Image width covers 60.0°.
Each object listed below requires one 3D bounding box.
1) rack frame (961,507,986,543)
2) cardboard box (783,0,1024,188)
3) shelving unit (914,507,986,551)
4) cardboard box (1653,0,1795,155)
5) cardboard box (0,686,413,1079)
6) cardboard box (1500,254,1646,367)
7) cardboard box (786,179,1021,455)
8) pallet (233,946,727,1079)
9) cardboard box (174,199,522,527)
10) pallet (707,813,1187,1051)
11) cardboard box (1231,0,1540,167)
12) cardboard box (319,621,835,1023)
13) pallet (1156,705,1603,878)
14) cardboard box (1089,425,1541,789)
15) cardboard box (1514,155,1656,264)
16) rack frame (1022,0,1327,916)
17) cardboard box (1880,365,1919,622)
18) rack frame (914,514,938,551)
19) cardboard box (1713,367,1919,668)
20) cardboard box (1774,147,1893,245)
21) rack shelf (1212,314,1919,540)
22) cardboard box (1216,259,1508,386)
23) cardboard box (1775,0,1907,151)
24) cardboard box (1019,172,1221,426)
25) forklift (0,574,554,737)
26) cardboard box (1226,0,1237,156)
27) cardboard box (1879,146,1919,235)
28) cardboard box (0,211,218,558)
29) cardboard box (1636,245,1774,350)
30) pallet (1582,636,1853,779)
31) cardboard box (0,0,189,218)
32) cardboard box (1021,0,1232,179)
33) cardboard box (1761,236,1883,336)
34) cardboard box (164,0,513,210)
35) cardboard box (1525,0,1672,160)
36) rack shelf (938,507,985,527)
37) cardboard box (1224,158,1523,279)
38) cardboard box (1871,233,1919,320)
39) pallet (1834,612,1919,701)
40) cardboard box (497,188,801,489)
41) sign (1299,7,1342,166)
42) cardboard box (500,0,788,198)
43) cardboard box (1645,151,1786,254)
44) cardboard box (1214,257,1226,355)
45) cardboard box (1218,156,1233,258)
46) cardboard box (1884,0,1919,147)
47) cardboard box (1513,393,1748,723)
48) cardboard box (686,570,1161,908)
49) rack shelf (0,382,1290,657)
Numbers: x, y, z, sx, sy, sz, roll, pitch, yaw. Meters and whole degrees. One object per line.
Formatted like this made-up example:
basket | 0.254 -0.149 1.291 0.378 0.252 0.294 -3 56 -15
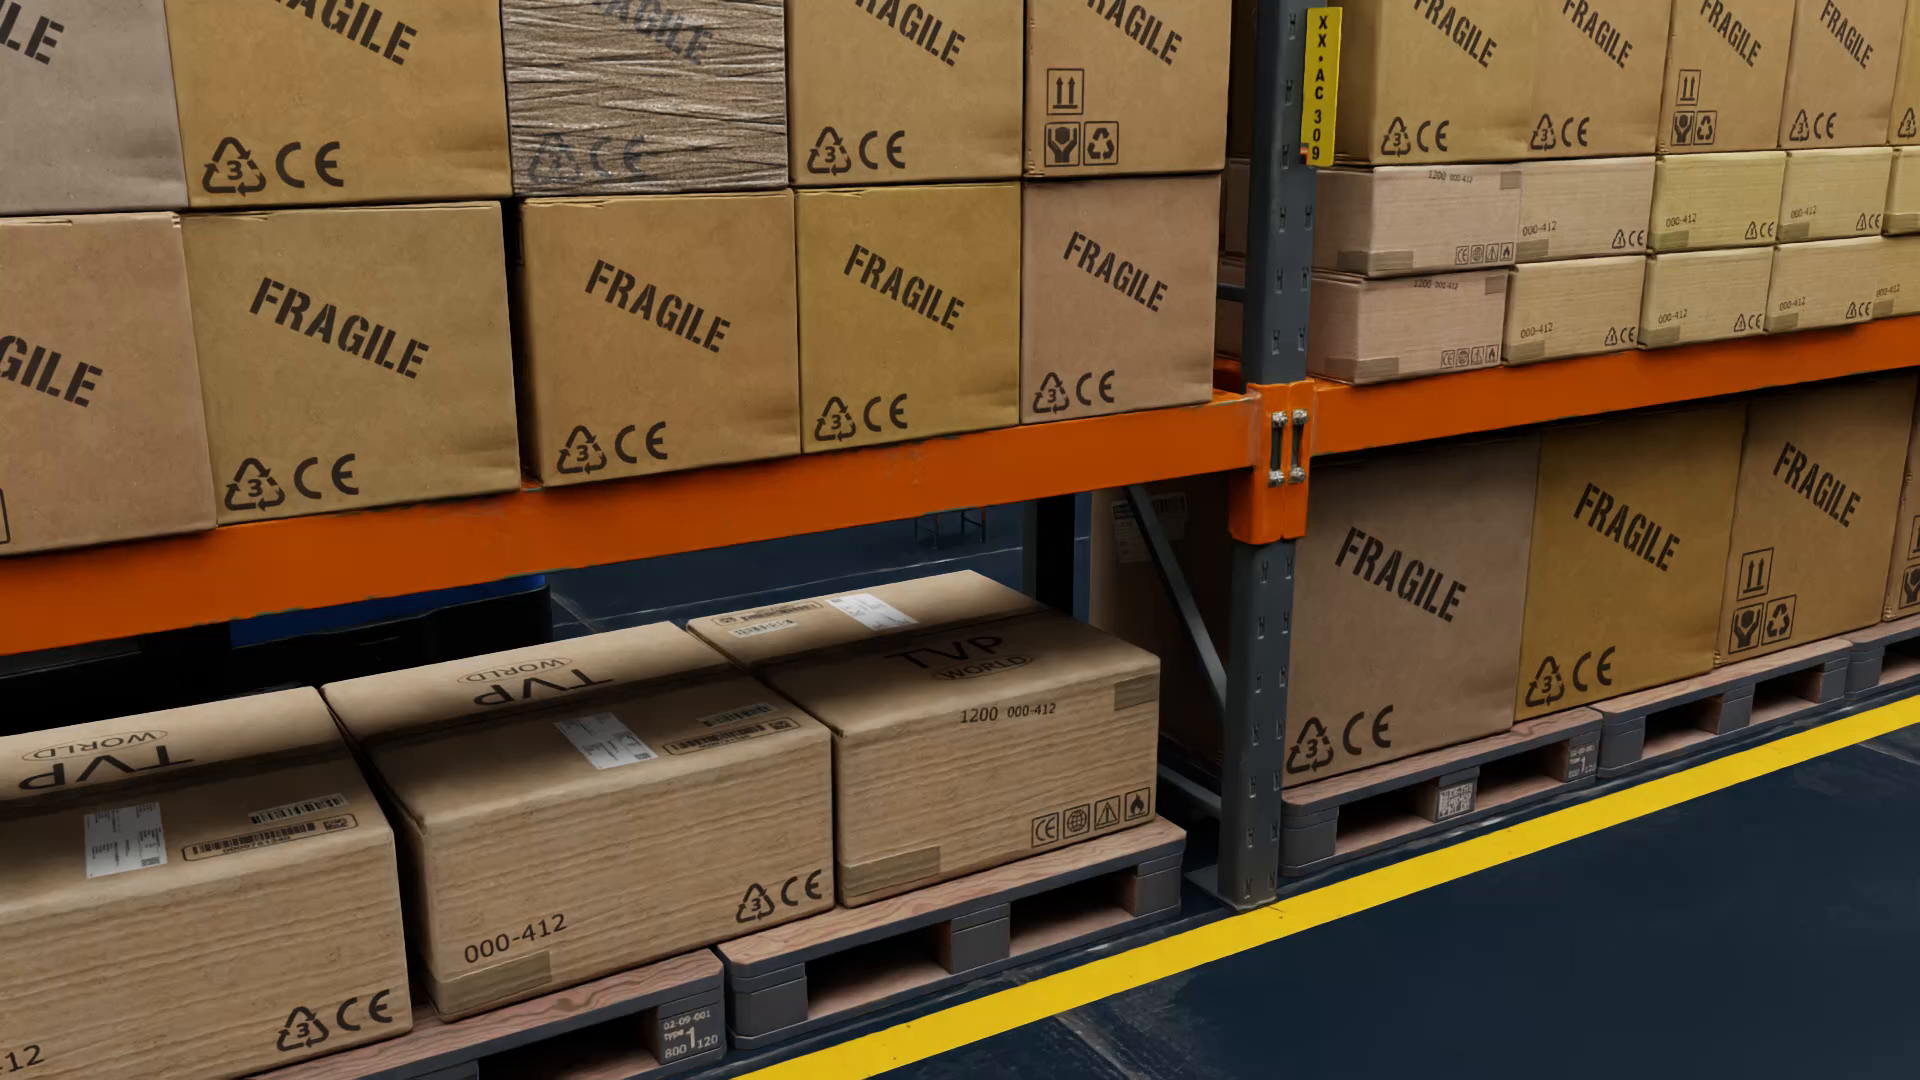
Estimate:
rack frame | 0.059 -0.515 7.302 0.008 1.050 0.200 -9 18 -30
cardboard box | -0.218 -0.973 3.287 0.500 0.500 0.500 -10 18 -31
shelving unit | -0.046 -0.498 7.242 0.252 1.050 0.215 -9 18 -30
cardboard box | 1.862 -1.312 4.496 0.500 0.500 0.500 -10 18 -31
cardboard box | -1.651 0.702 3.318 0.875 0.438 0.875 -9 18 -28
cardboard box | 1.440 -0.642 4.420 0.500 0.250 0.500 -10 18 -31
cardboard box | -0.220 -0.493 3.428 0.500 0.500 0.500 -10 18 -31
pallet | -1.255 0.959 3.597 1.213 0.211 1.003 -9 18 -30
cardboard box | -1.100 -0.351 2.919 0.500 0.500 0.500 -9 18 -28
pallet | -0.208 0.789 4.206 1.213 0.211 1.003 -9 18 -30
cardboard box | 1.009 -1.166 3.974 0.500 0.500 0.500 -9 18 -29
cardboard box | -0.877 0.577 3.764 0.875 0.438 0.875 -10 18 -31
pallet | 1.106 0.576 4.963 1.213 0.211 1.003 -9 18 -30
cardboard box | 0.974 0.074 4.745 0.875 0.875 0.875 -9 18 -28
cardboard box | 1.439 -0.885 4.362 0.500 0.250 0.500 -9 18 -29
rack frame | 0.484 -0.642 4.142 0.127 3.000 1.000 -9 18 -30
cardboard box | 3.278 -0.300 6.081 0.875 0.875 0.875 -9 18 -30
rack frame | -0.150 -0.481 7.181 0.008 1.050 0.200 -9 18 -30
cardboard box | 2.511 -0.177 5.643 0.875 0.875 0.875 -9 18 -29
cardboard box | 2.317 -1.020 4.842 0.500 0.250 0.500 -10 18 -31
rack shelf | 2.198 -0.573 5.231 4.000 0.370 1.077 -9 18 -30
cardboard box | 0.997 -0.570 4.162 0.500 0.250 0.500 -10 18 -31
cardboard box | 2.302 -1.386 4.758 0.500 0.500 0.500 -10 18 -31
cardboard box | 0.218 -0.566 3.687 0.500 0.500 0.500 -9 18 -29
forklift | -2.895 -0.820 4.905 3.031 2.935 1.130 -12 19 -36
cardboard box | 0.737 -1.292 4.422 0.500 0.500 0.500 -9 18 -28
cardboard box | 2.762 -1.092 5.100 0.500 0.250 0.500 -10 18 -31
cardboard box | -1.521 -0.277 2.657 0.500 0.500 0.500 -9 18 -30
cardboard box | 1.887 -0.709 4.661 0.500 0.250 0.500 -9 18 -30
pallet | 2.153 0.406 5.572 1.213 0.211 1.003 -9 18 -30
cardboard box | -1.510 -0.763 2.536 0.500 0.500 0.500 -9 18 -30
cardboard box | 0.222 -1.042 3.531 0.500 0.500 0.500 -9 18 -30
cardboard box | 2.321 -0.777 4.901 0.500 0.250 0.500 -10 18 -31
cardboard box | -1.083 -0.832 2.784 0.500 0.500 0.500 -9 18 -29
cardboard box | 1.431 -1.243 4.249 0.500 0.500 0.500 -9 18 -30
rack shelf | -0.046 -0.220 7.319 0.240 0.259 0.215 -9 18 -30
cardboard box | 1.006 -0.806 4.080 0.500 0.250 0.500 -10 18 -31
cardboard box | 2.743 -0.854 5.178 0.500 0.250 0.500 -9 18 -30
pallet | 3.198 0.237 6.173 1.213 0.211 1.003 -9 18 -30
cardboard box | -0.644 -0.420 3.166 0.500 0.500 0.500 -10 18 -31
sign | 0.771 -0.969 3.557 0.005 0.325 0.100 -9 18 -30
cardboard box | -0.649 -0.900 3.026 0.500 0.500 0.500 -9 18 -29
cardboard box | 1.885 -0.949 4.590 0.500 0.250 0.500 -9 18 -29
cardboard box | 0.738 -0.690 4.593 0.500 0.250 0.500 -10 18 -31
cardboard box | 0.737 -0.928 4.514 0.500 0.250 0.500 -9 18 -30
cardboard box | 2.739 -1.454 5.003 0.500 0.500 0.500 -9 18 -30
cardboard box | 1.744 -0.053 5.200 0.875 0.875 0.875 -9 18 -28
cardboard box | -0.110 0.452 4.208 0.875 0.438 0.875 -10 18 -31
rack shelf | -1.231 -0.017 3.247 4.000 0.370 1.077 -9 18 -30
